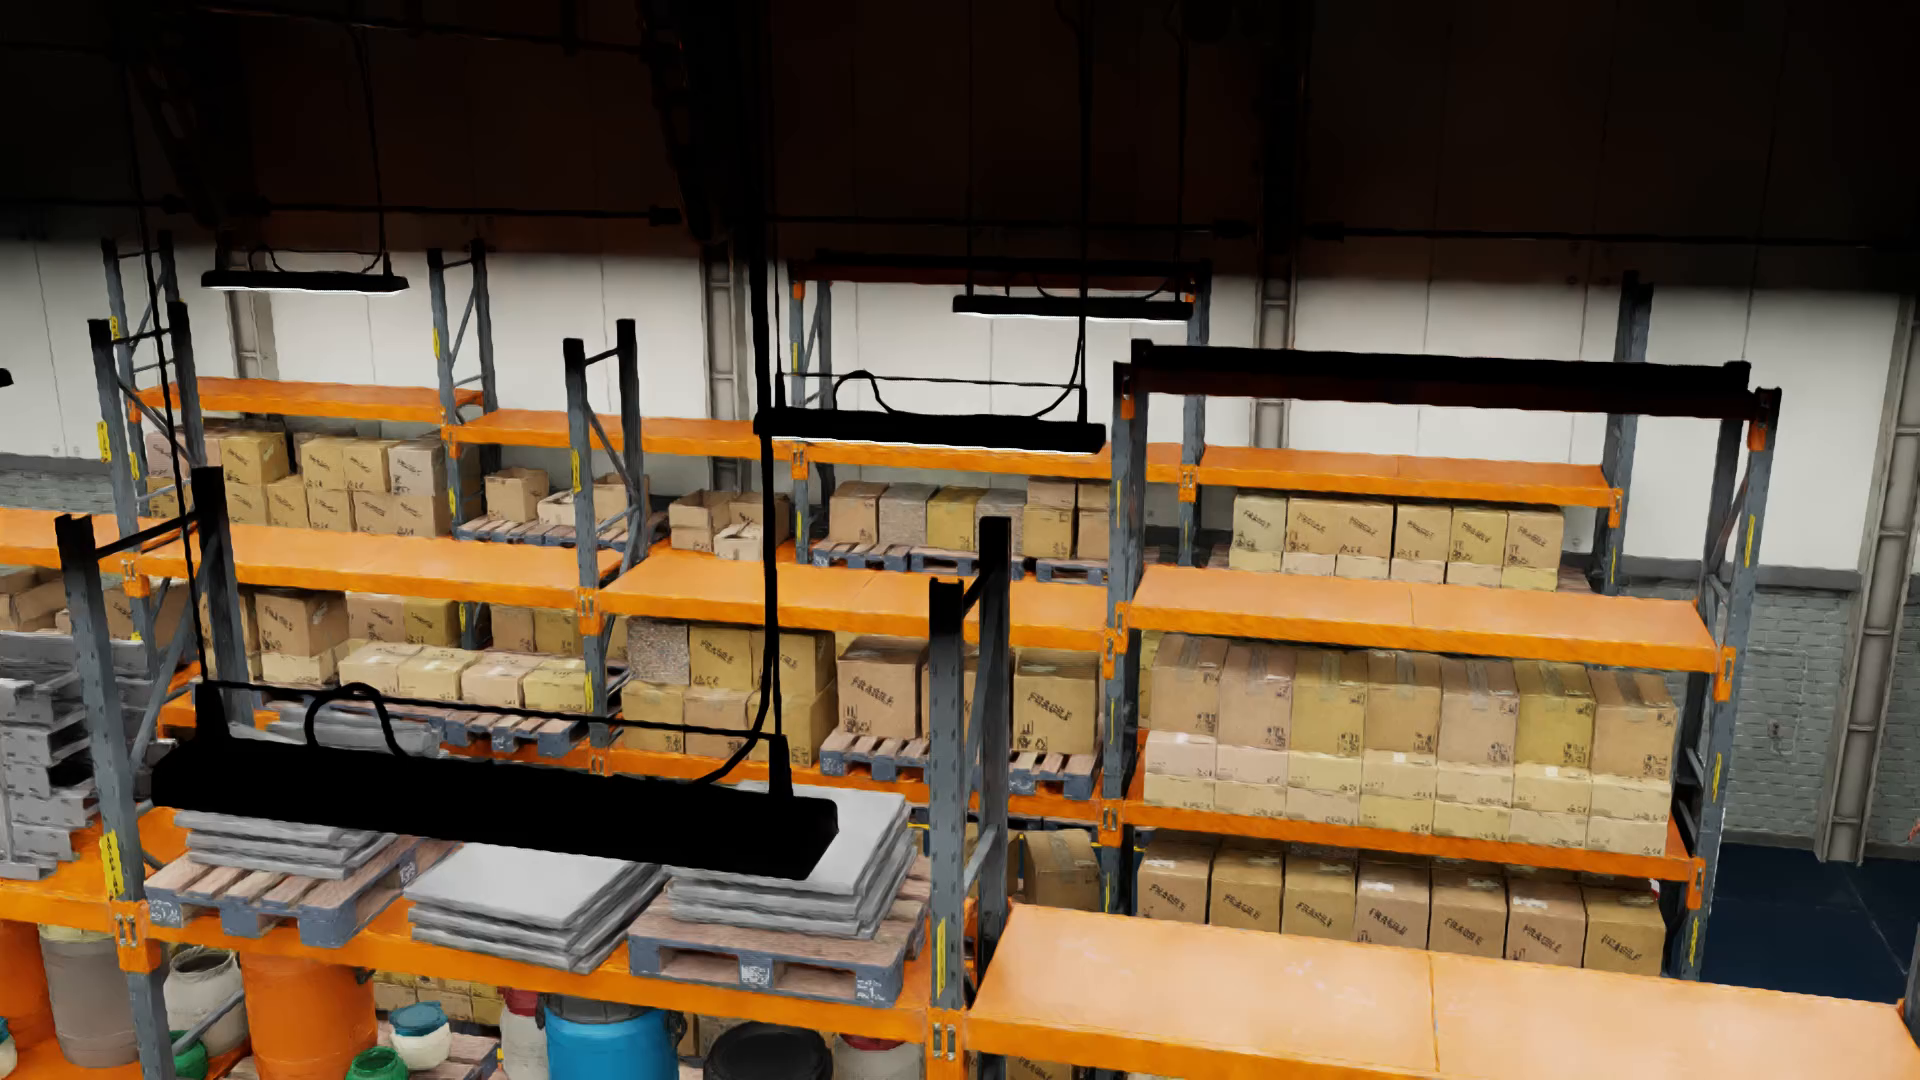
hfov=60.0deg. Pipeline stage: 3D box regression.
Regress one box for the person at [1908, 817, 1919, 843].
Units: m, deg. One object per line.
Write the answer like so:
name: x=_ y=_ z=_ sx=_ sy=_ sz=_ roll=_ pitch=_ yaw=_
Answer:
person: x=9.320 y=2.865 z=15.511 sx=0.837 sy=1.713 sz=0.683 roll=-1 pitch=16 yaw=-3
